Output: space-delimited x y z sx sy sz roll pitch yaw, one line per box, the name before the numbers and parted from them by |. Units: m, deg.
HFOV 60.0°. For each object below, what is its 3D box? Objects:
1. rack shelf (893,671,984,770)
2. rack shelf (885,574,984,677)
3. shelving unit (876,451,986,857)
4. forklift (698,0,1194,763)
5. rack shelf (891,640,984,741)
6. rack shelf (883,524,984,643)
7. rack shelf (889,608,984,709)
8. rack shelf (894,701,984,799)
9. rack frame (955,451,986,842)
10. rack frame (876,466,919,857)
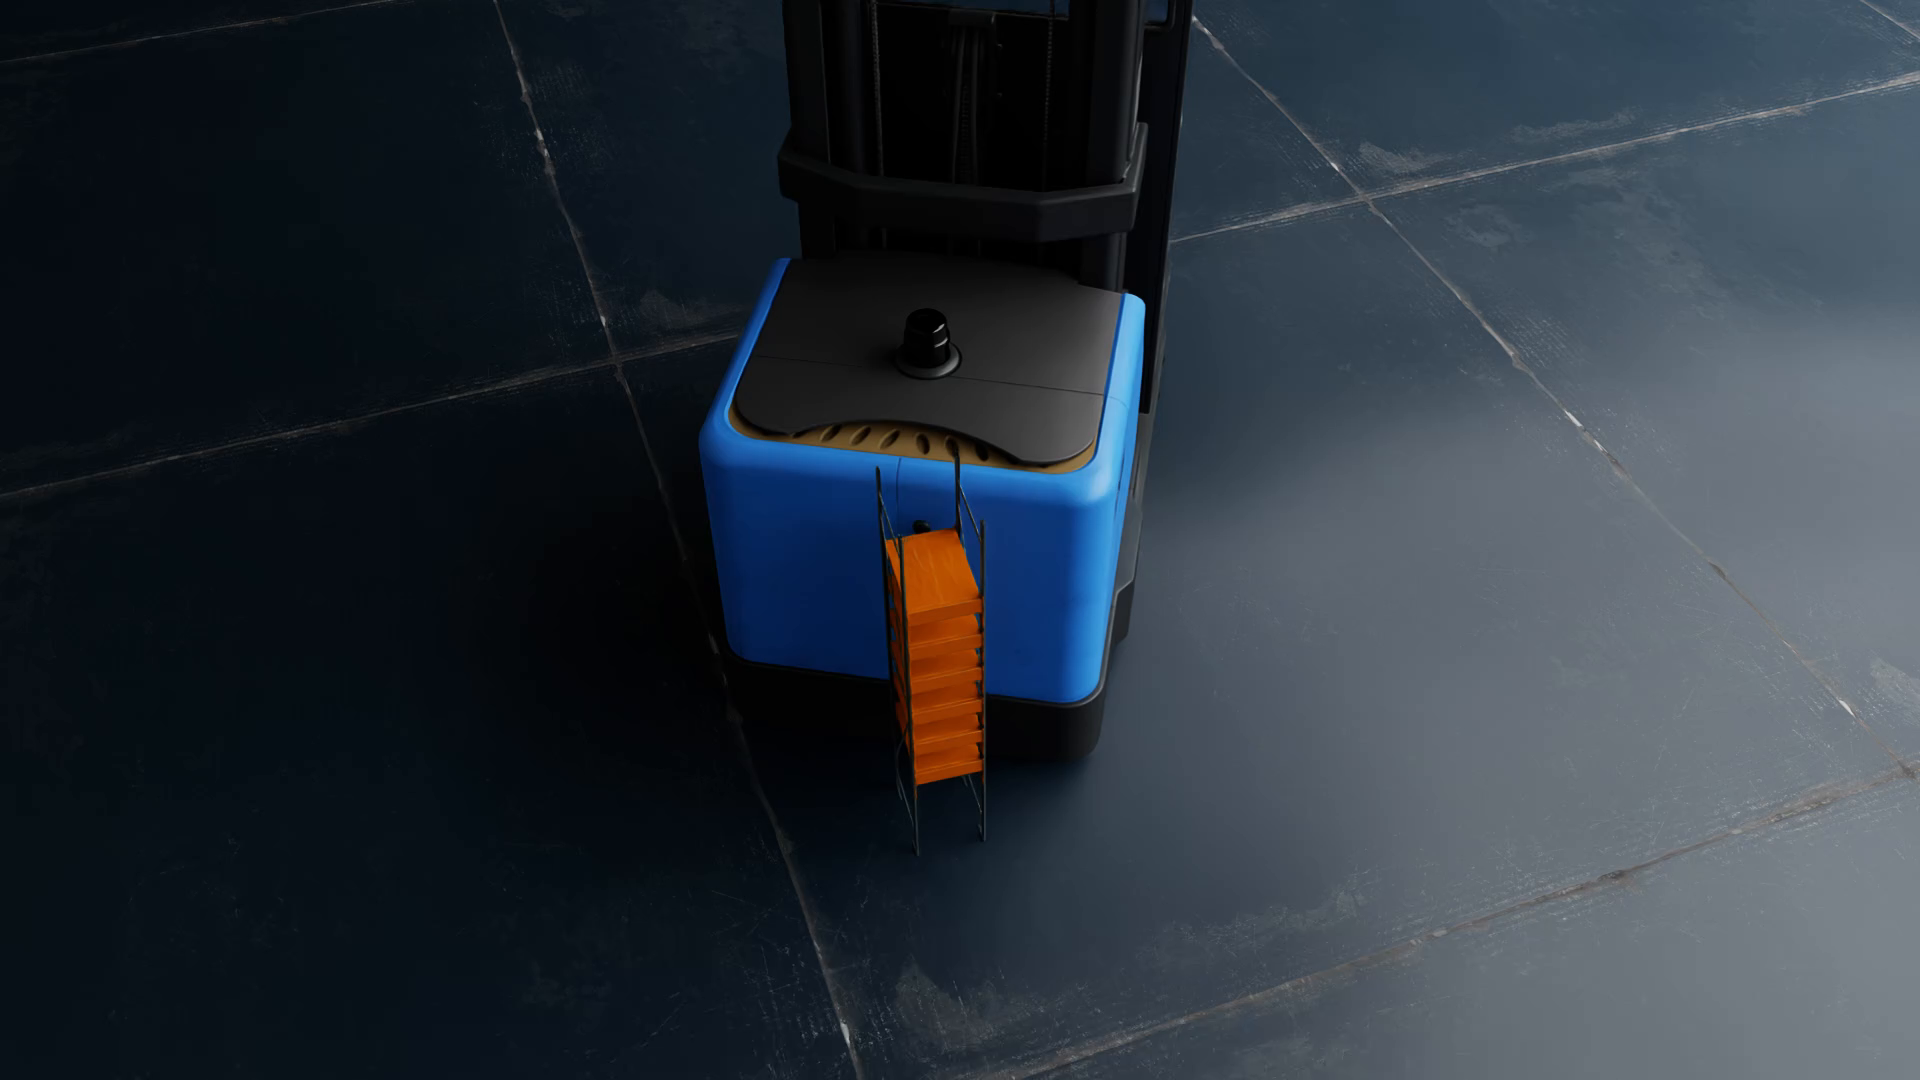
rack shelf | -0.058 0.435 4.199 0.180 0.103 0.258 -11 46 -10
rack shelf | -0.062 0.183 3.943 0.180 0.103 0.258 -11 46 -10
shelving unit | -0.060 0.320 4.082 0.189 1.200 0.258 -11 46 -10
forklift | 0.111 -1.483 4.659 1.130 2.935 3.031 7 46 7
rack shelf | -0.060 0.351 4.114 0.180 0.103 0.258 -11 46 -10
rack shelf | -0.064 0.099 3.857 0.180 0.103 0.258 -11 46 -10
rack shelf | -0.061 0.267 4.028 0.180 0.103 0.258 -11 46 -10
rack shelf | -0.057 0.520 4.285 0.180 0.103 0.258 -11 46 -10
rack frame | 0.028 0.303 4.098 0.006 1.200 0.240 -11 46 -10
rack frame | -0.149 0.337 4.066 0.006 1.200 0.240 -11 46 -10
